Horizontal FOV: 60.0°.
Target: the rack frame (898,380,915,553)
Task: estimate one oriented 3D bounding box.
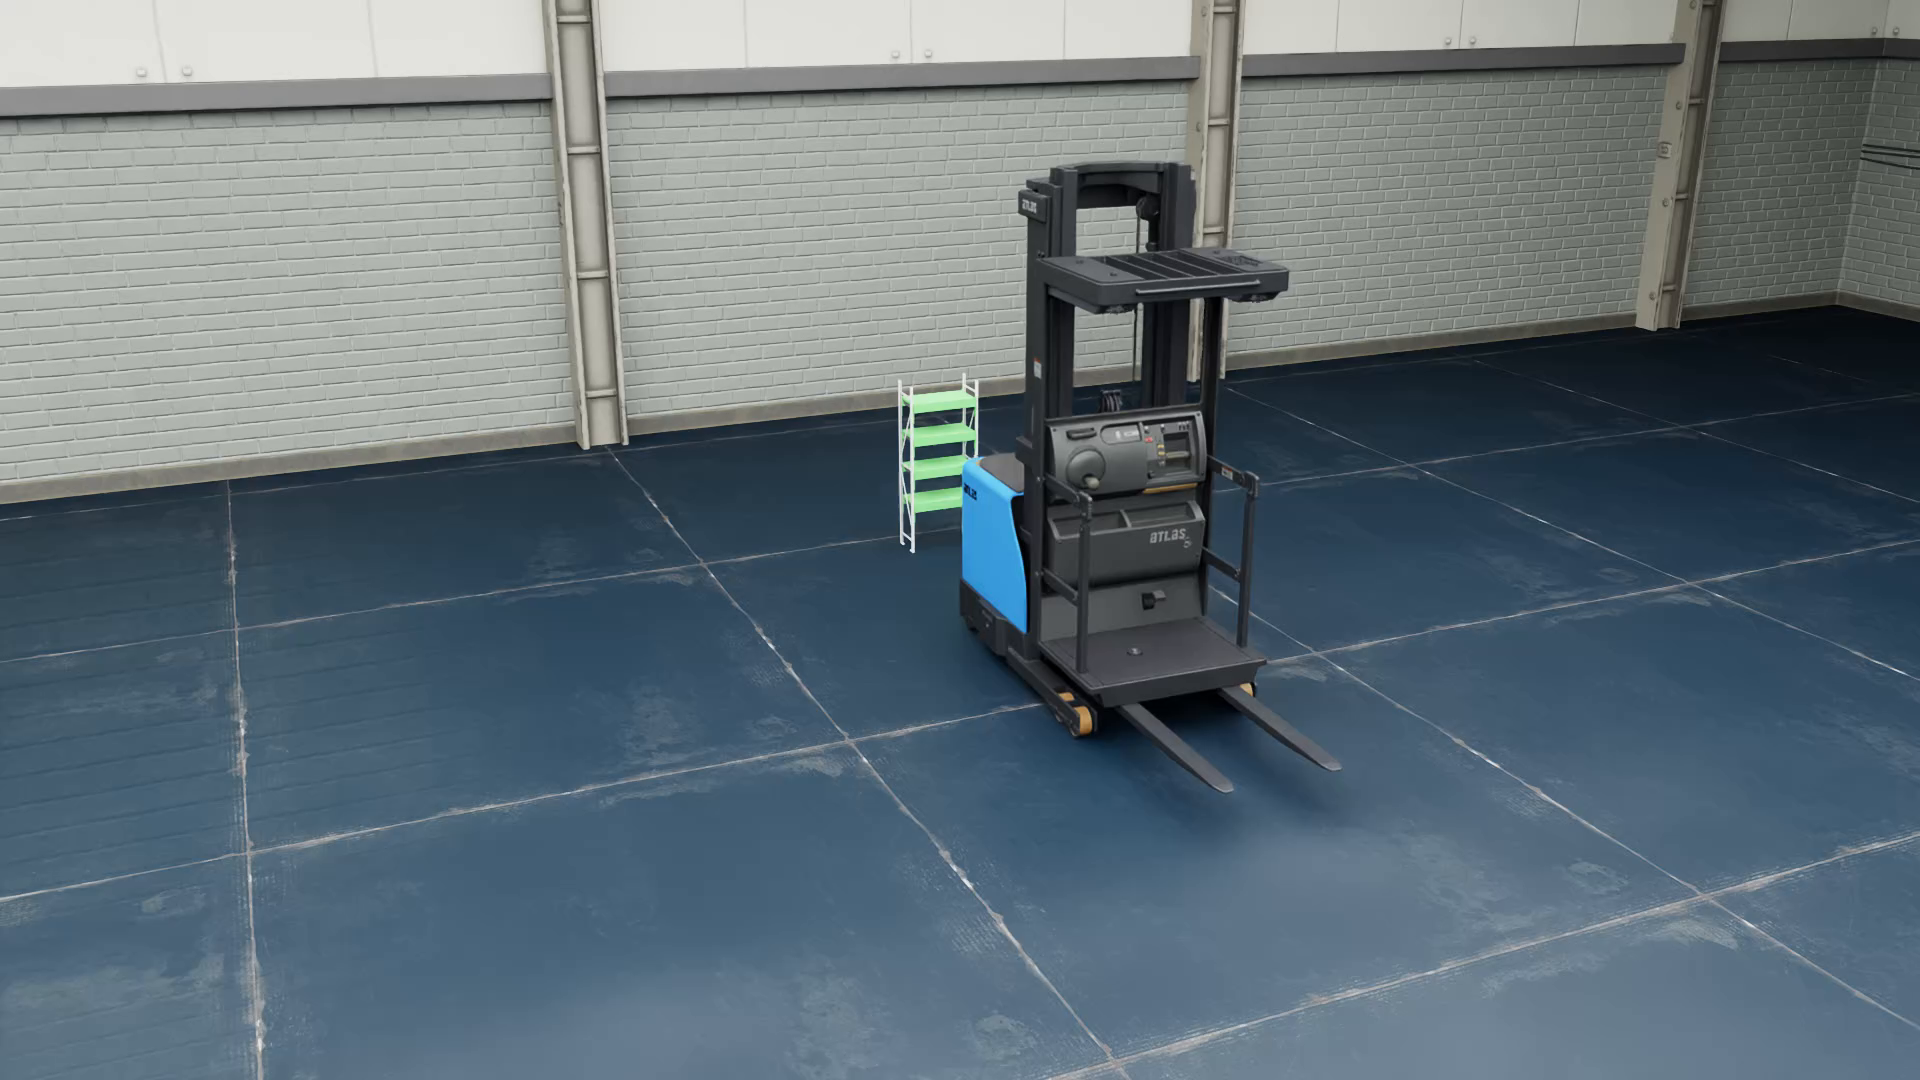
[{"bbox_3d":[-0.376,-0.512,11.670,0.015,1.200,0.240,-8,21,-22],"label":"rack frame"}]

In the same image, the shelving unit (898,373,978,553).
[{"bbox_3d":[-0.152,-0.544,11.761,0.503,1.200,0.258,-8,21,-22],"label":"shelving unit"}]

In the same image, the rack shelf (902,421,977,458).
[{"bbox_3d":[-0.152,-0.710,11.702,0.480,0.148,0.258,-8,21,-22],"label":"rack shelf"}]

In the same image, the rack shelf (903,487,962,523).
[{"bbox_3d":[-0.152,-0.258,11.862,0.480,0.148,0.258,-8,21,-22],"label":"rack shelf"}]

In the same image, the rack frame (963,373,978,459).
[{"bbox_3d":[0.072,-0.576,11.852,0.015,1.200,0.240,-8,21,-22],"label":"rack frame"}]

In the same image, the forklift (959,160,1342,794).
[{"bbox_3d":[1.011,-0.475,8.957,1.130,2.935,3.031,-7,21,-20],"label":"forklift"}]

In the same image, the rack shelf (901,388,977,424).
[{"bbox_3d":[-0.152,-0.937,11.623,0.480,0.148,0.258,-8,21,-22],"label":"rack shelf"}]

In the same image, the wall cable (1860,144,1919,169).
[{"bbox_3d":[11.147,-5.189,17.885,0.112,2.526,3.097,-8,21,-22],"label":"wall cable"}]

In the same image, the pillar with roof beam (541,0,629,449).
[{"bbox_3d":[-1.395,-3.778,9.202,0.400,9.000,9.100,-8,21,-22],"label":"pillar with roof beam"}]

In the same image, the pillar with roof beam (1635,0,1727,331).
[{"bbox_3d":[9.624,-5.357,13.686,0.400,9.000,9.100,-8,21,-22],"label":"pillar with roof beam"}]

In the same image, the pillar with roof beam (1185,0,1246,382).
[{"bbox_3d":[4.114,-4.567,11.444,0.400,9.000,9.100,-8,21,-22],"label":"pillar with roof beam"}]

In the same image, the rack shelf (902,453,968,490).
[{"bbox_3d":[-0.152,-0.484,11.782,0.480,0.148,0.258,-8,21,-22],"label":"rack shelf"}]
